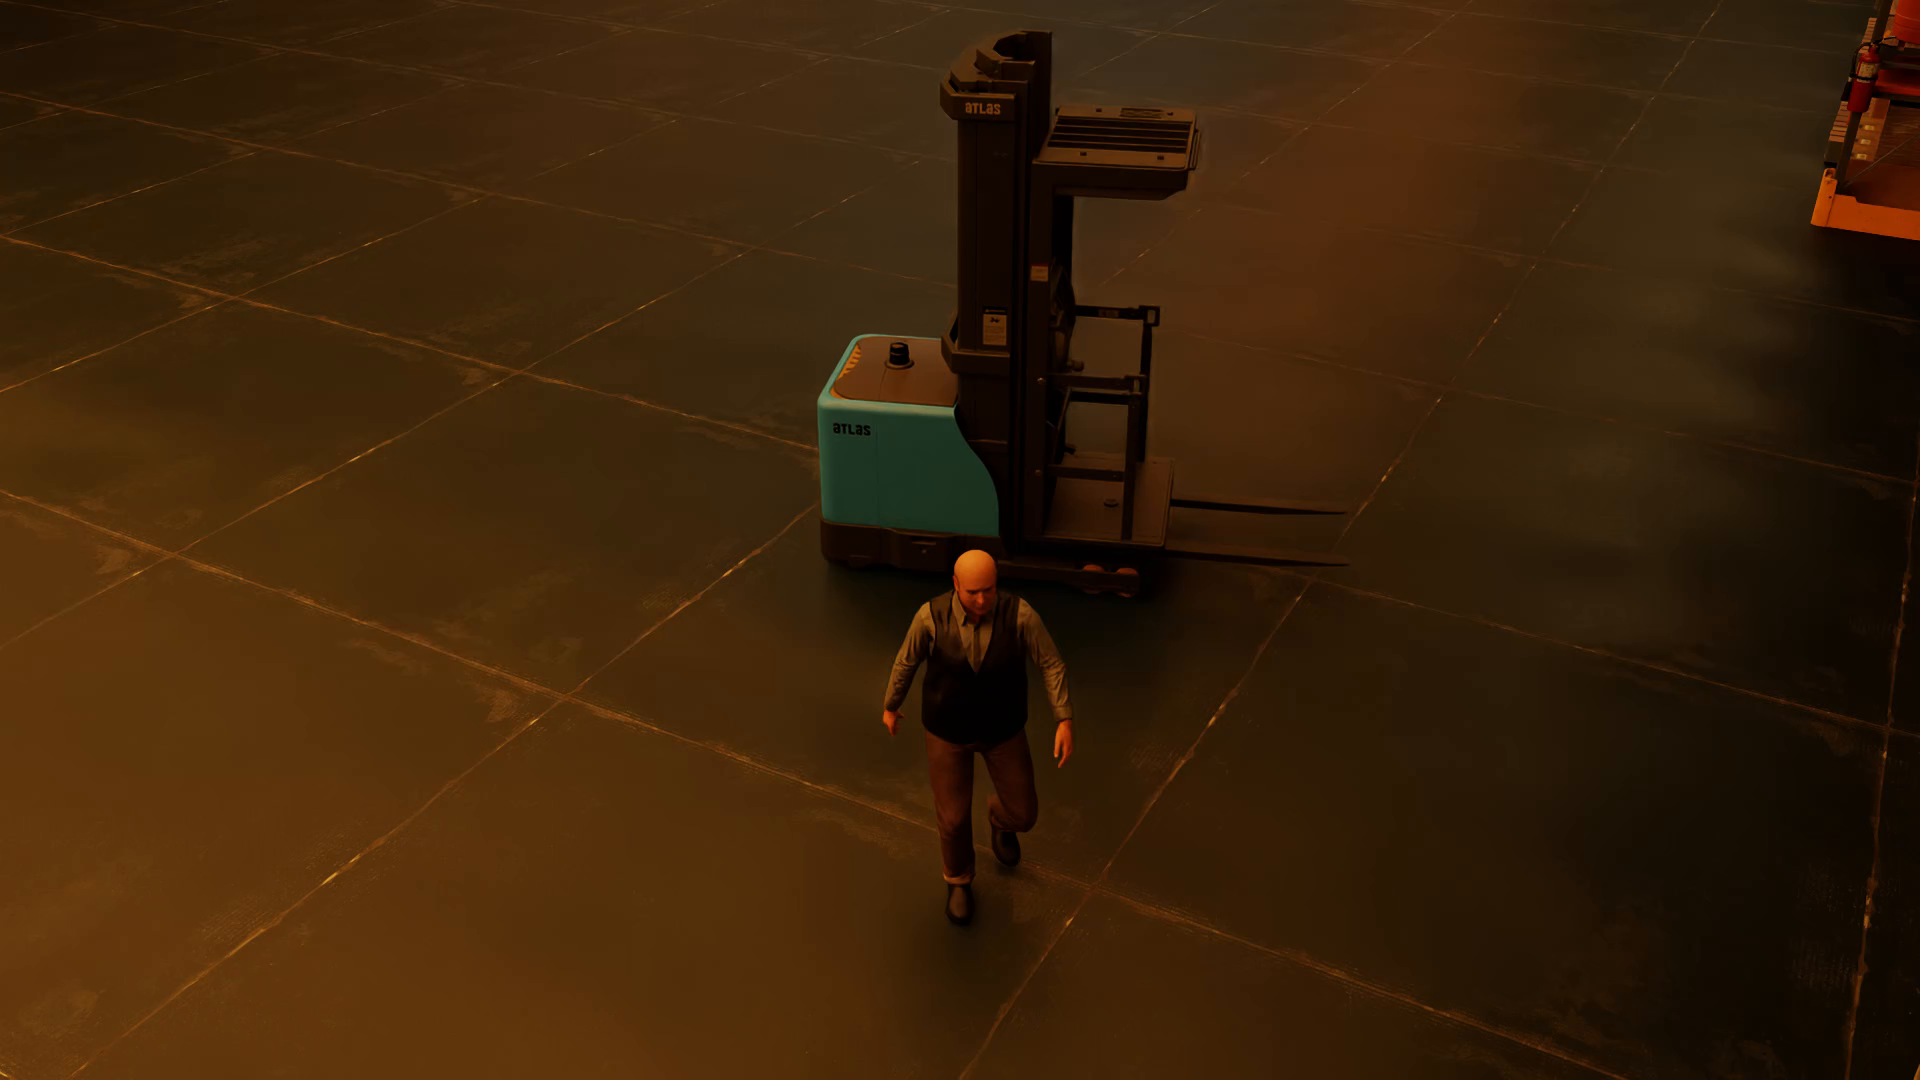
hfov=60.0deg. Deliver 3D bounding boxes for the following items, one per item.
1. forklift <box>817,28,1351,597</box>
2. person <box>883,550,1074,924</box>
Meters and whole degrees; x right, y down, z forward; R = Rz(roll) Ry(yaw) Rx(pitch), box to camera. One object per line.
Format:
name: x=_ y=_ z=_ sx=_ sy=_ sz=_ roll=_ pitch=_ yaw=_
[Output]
forklift: x=0.752 y=-1.232 z=9.206 sx=3.031 sy=2.935 sz=1.130 roll=5 pitch=30 yaw=8
person: x=0.067 y=0.783 z=6.946 sx=0.771 sy=1.704 sz=0.581 roll=-2 pitch=30 yaw=-4
